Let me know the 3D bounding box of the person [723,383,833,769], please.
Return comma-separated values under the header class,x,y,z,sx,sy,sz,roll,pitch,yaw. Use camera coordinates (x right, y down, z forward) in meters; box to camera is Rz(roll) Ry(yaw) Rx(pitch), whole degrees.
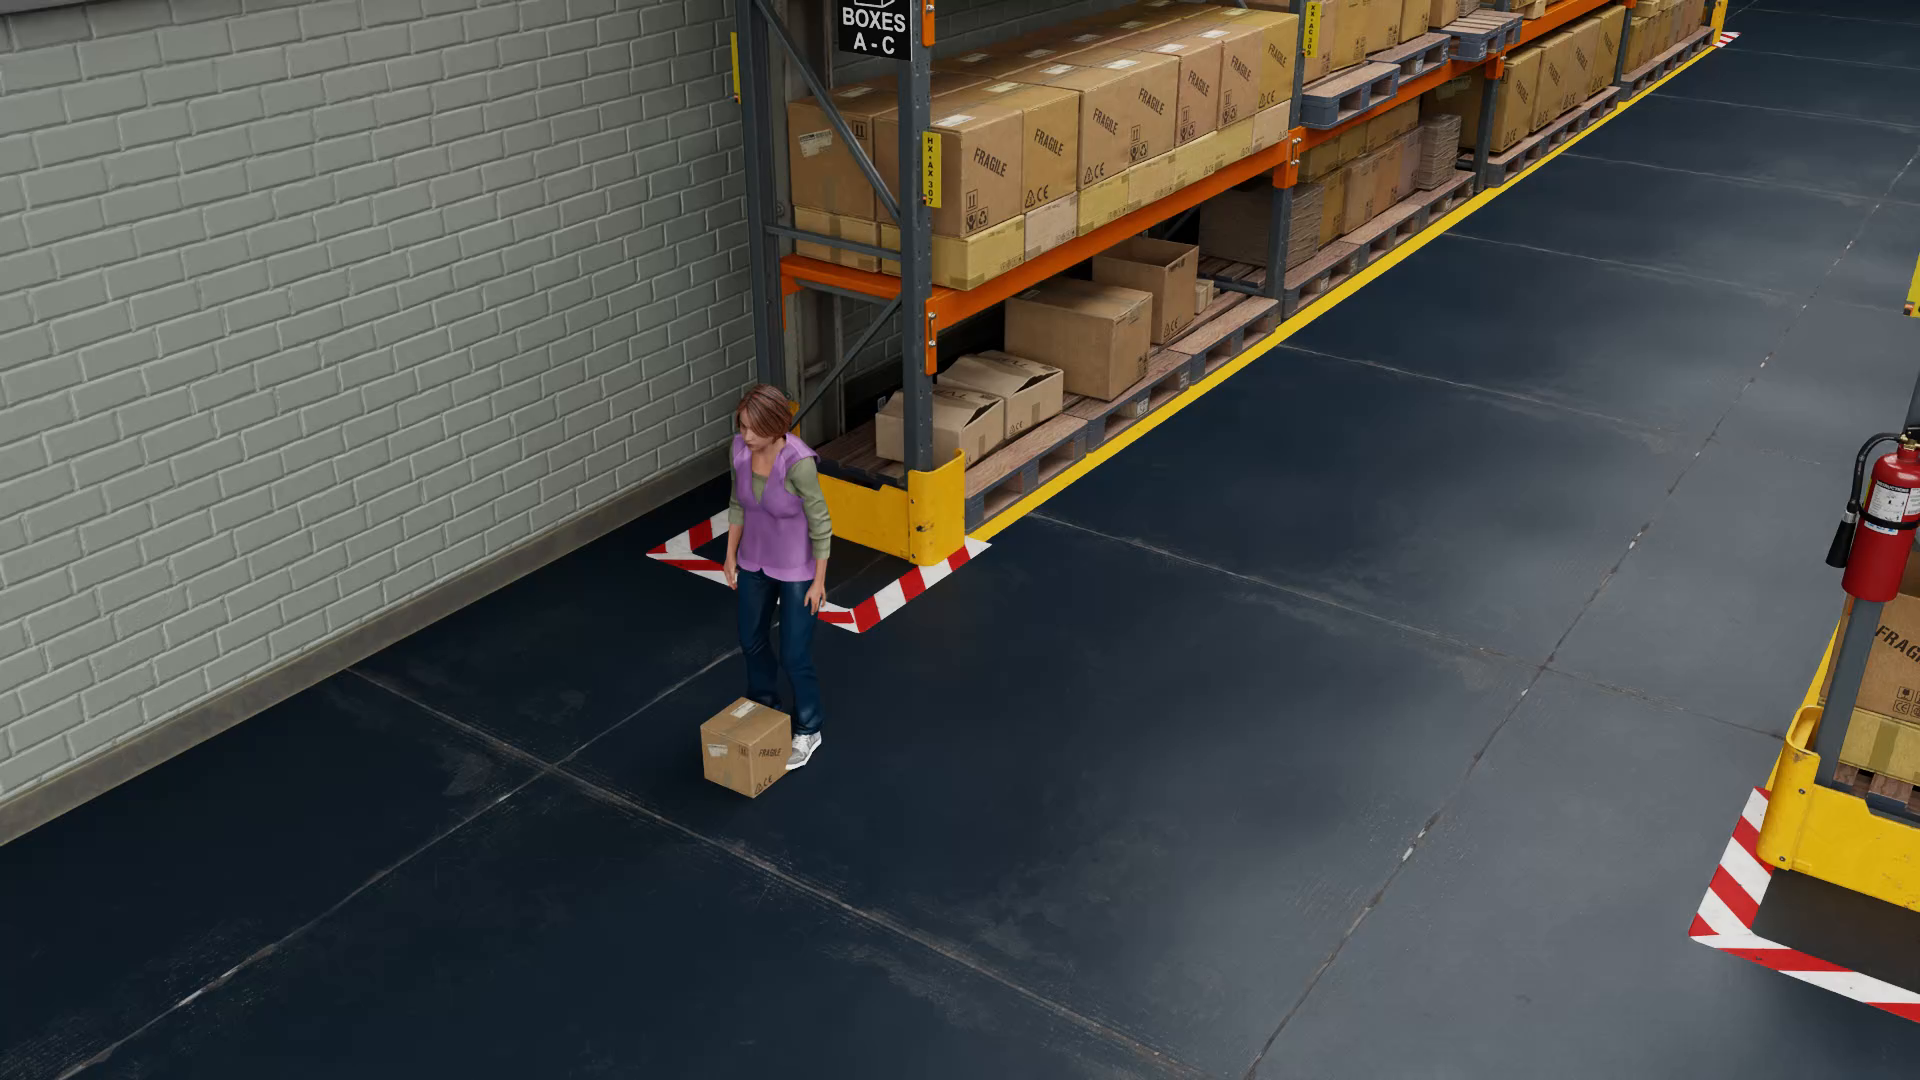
class,x,y,z,sx,sy,sz,roll,pitch,yaw
person,-0.705,0.125,6.390,0.483,1.592,0.347,15,31,27
